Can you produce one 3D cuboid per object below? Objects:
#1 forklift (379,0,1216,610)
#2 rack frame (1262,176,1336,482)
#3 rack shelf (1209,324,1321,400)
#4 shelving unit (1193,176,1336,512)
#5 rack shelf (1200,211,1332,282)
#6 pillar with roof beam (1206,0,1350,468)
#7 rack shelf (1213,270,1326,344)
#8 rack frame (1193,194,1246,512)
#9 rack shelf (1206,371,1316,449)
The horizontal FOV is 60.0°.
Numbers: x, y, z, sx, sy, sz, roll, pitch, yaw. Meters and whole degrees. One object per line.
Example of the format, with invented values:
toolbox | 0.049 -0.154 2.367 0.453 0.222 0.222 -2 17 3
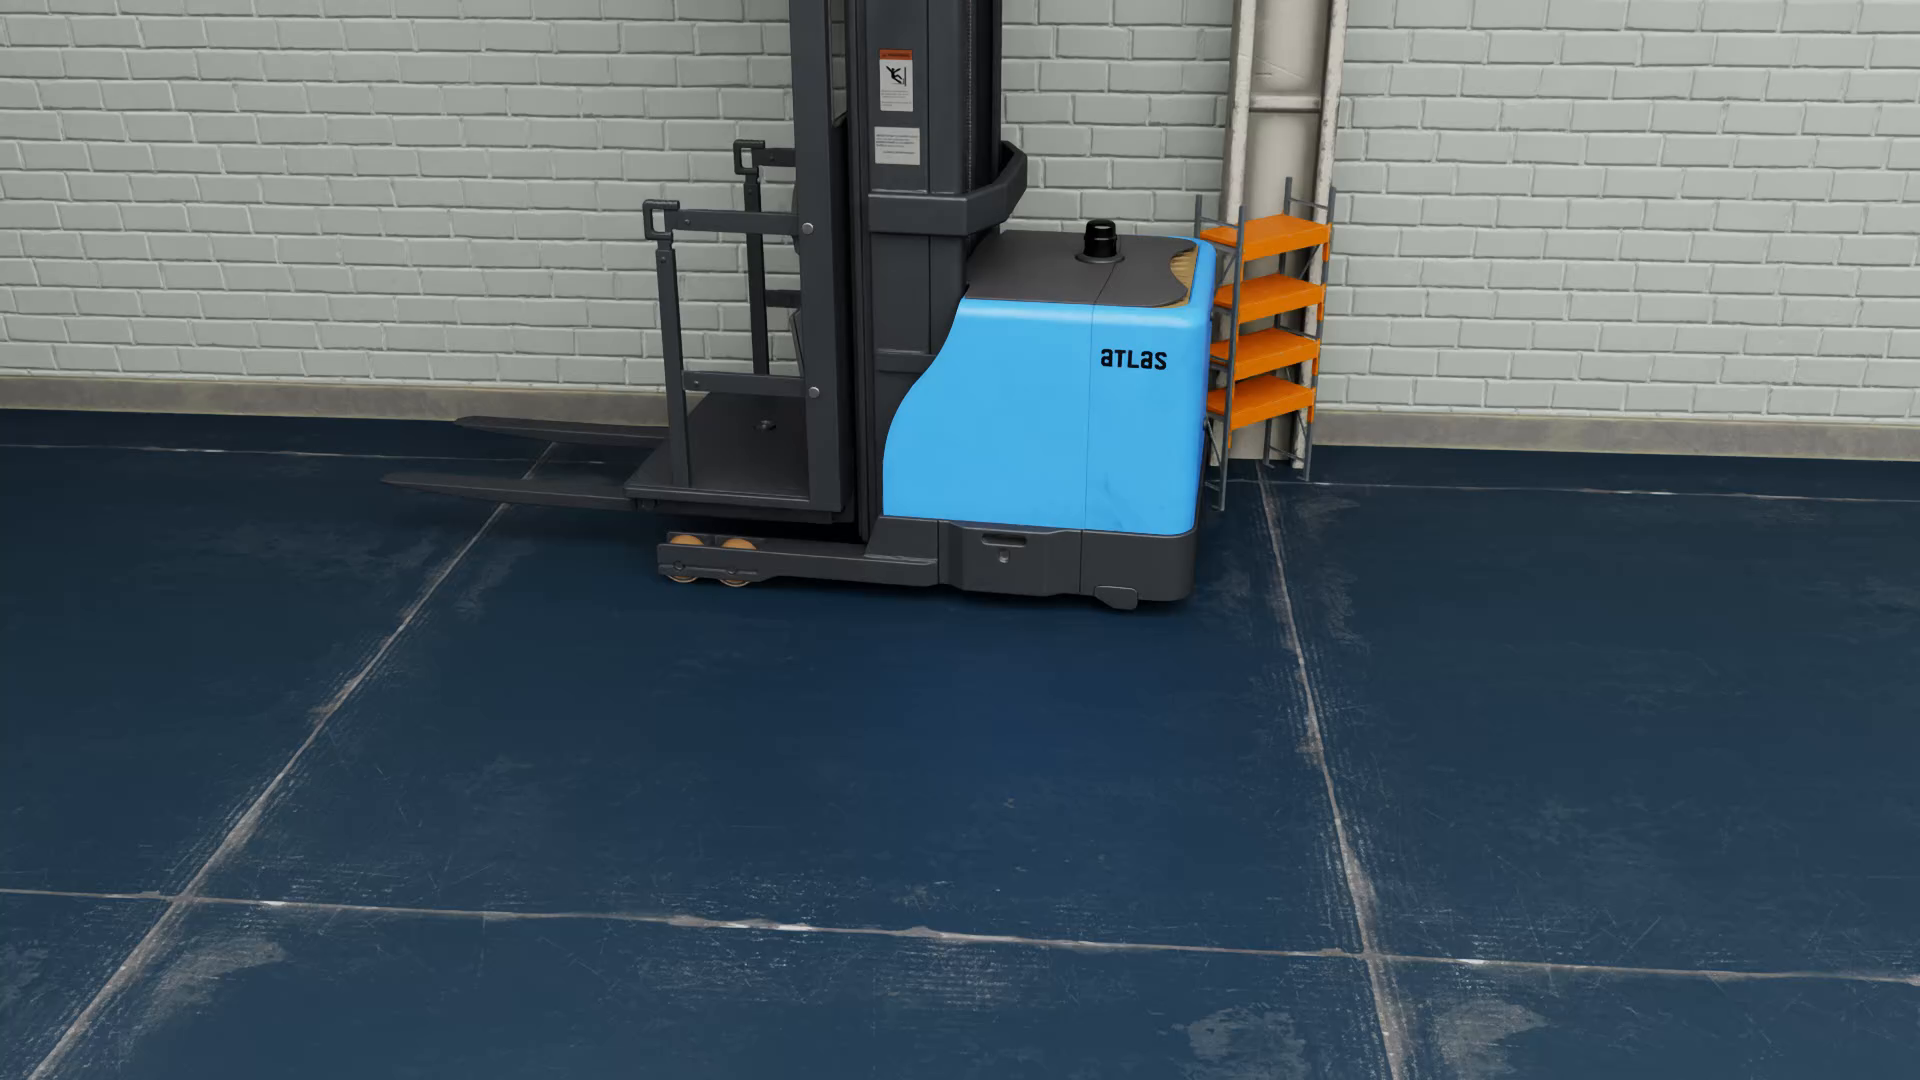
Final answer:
forklift | -0.619 -1.378 5.737 3.031 2.935 1.130 4 25 9
rack frame | 1.340 -0.822 6.600 0.015 1.200 0.240 -18 30 -34
rack shelf | 1.147 -0.698 6.493 0.480 0.148 0.258 -18 30 -34
shelving unit | 1.147 -0.760 6.465 0.503 1.200 0.258 -18 30 -34
rack shelf | 1.147 -1.116 6.301 0.480 0.148 0.258 -18 30 -34
pillar with roof beam | 0.918 -2.662 1.269 0.400 9.000 9.100 2 25 4
rack shelf | 1.147 -0.902 6.400 0.480 0.148 0.258 -18 30 -34
rack frame | 0.953 -0.697 6.330 0.015 1.200 0.240 -18 30 -34
rack shelf | 1.147 -0.518 6.576 0.480 0.148 0.258 -18 30 -34
